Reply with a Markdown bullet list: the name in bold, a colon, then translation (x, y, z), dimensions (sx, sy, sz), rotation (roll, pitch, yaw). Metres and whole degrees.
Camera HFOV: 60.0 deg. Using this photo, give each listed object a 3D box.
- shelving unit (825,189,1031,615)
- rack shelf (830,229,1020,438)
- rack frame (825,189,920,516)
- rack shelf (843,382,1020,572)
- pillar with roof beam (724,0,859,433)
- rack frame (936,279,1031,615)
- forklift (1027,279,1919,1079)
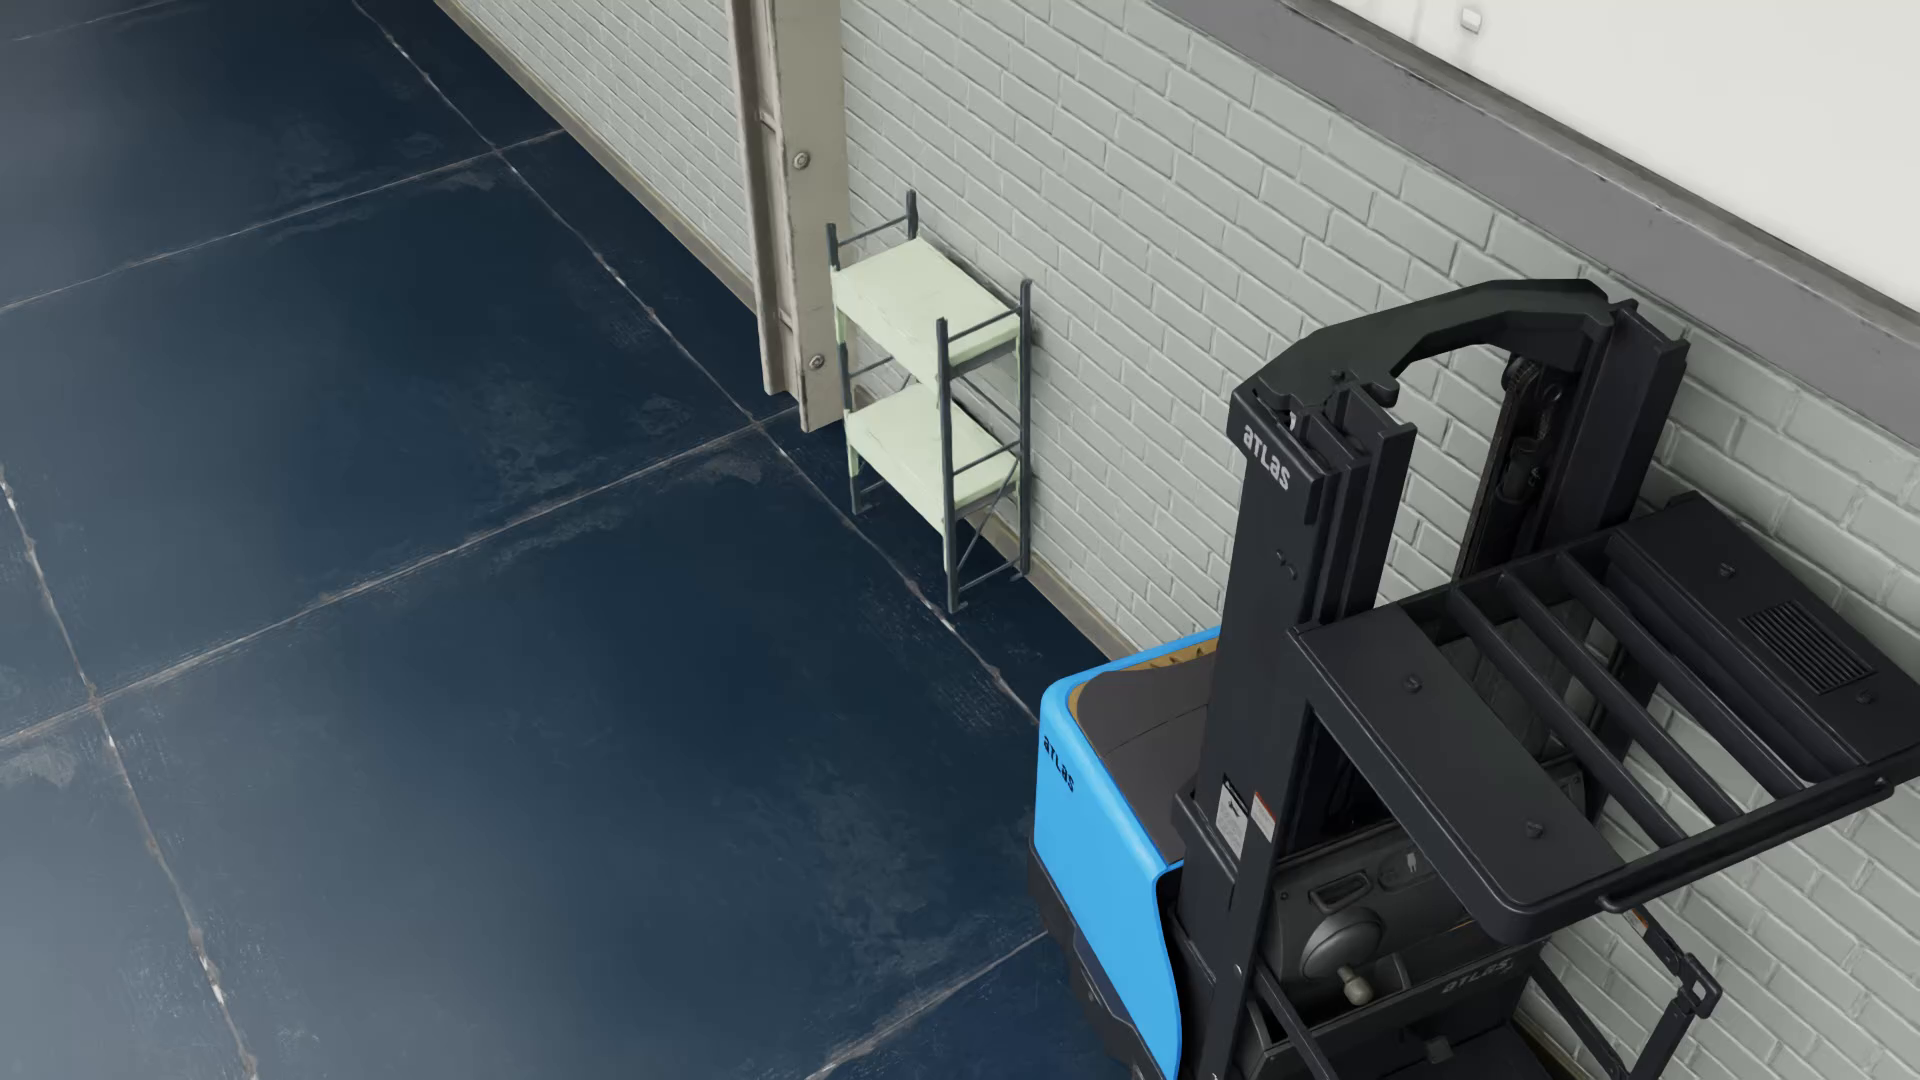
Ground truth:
- **shelving unit**: translation (-0.108, -0.522, 6.623), dimensions (0.431, 1.500, 0.755), rotation (-27, 50, -23)
- **rack shelf**: translation (-0.117, -0.799, 6.348), dimensions (0.431, 0.370, 0.720), rotation (-27, 50, -23)
- **rack frame**: translation (-0.319, -0.728, 6.838), dimensions (0.400, 1.500, 0.023), rotation (-27, 50, -23)
- **rack shelf**: translation (-0.100, -0.290, 6.852), dimensions (0.431, 0.370, 0.720), rotation (-27, 50, -23)
- **pillar with roof beam**: translation (-4.235, -2.226, 3.056), dimensions (9.100, 9.000, 0.400), rotation (-26, 49, -24)
- **rack frame**: translation (0.104, -0.315, 6.407), dimensions (0.400, 1.500, 0.023), rotation (-27, 50, -23)
- **forklift**: translation (1.292, 0.971, 4.101), dimensions (1.130, 2.935, 3.031), rotation (-17, 46, -17)
